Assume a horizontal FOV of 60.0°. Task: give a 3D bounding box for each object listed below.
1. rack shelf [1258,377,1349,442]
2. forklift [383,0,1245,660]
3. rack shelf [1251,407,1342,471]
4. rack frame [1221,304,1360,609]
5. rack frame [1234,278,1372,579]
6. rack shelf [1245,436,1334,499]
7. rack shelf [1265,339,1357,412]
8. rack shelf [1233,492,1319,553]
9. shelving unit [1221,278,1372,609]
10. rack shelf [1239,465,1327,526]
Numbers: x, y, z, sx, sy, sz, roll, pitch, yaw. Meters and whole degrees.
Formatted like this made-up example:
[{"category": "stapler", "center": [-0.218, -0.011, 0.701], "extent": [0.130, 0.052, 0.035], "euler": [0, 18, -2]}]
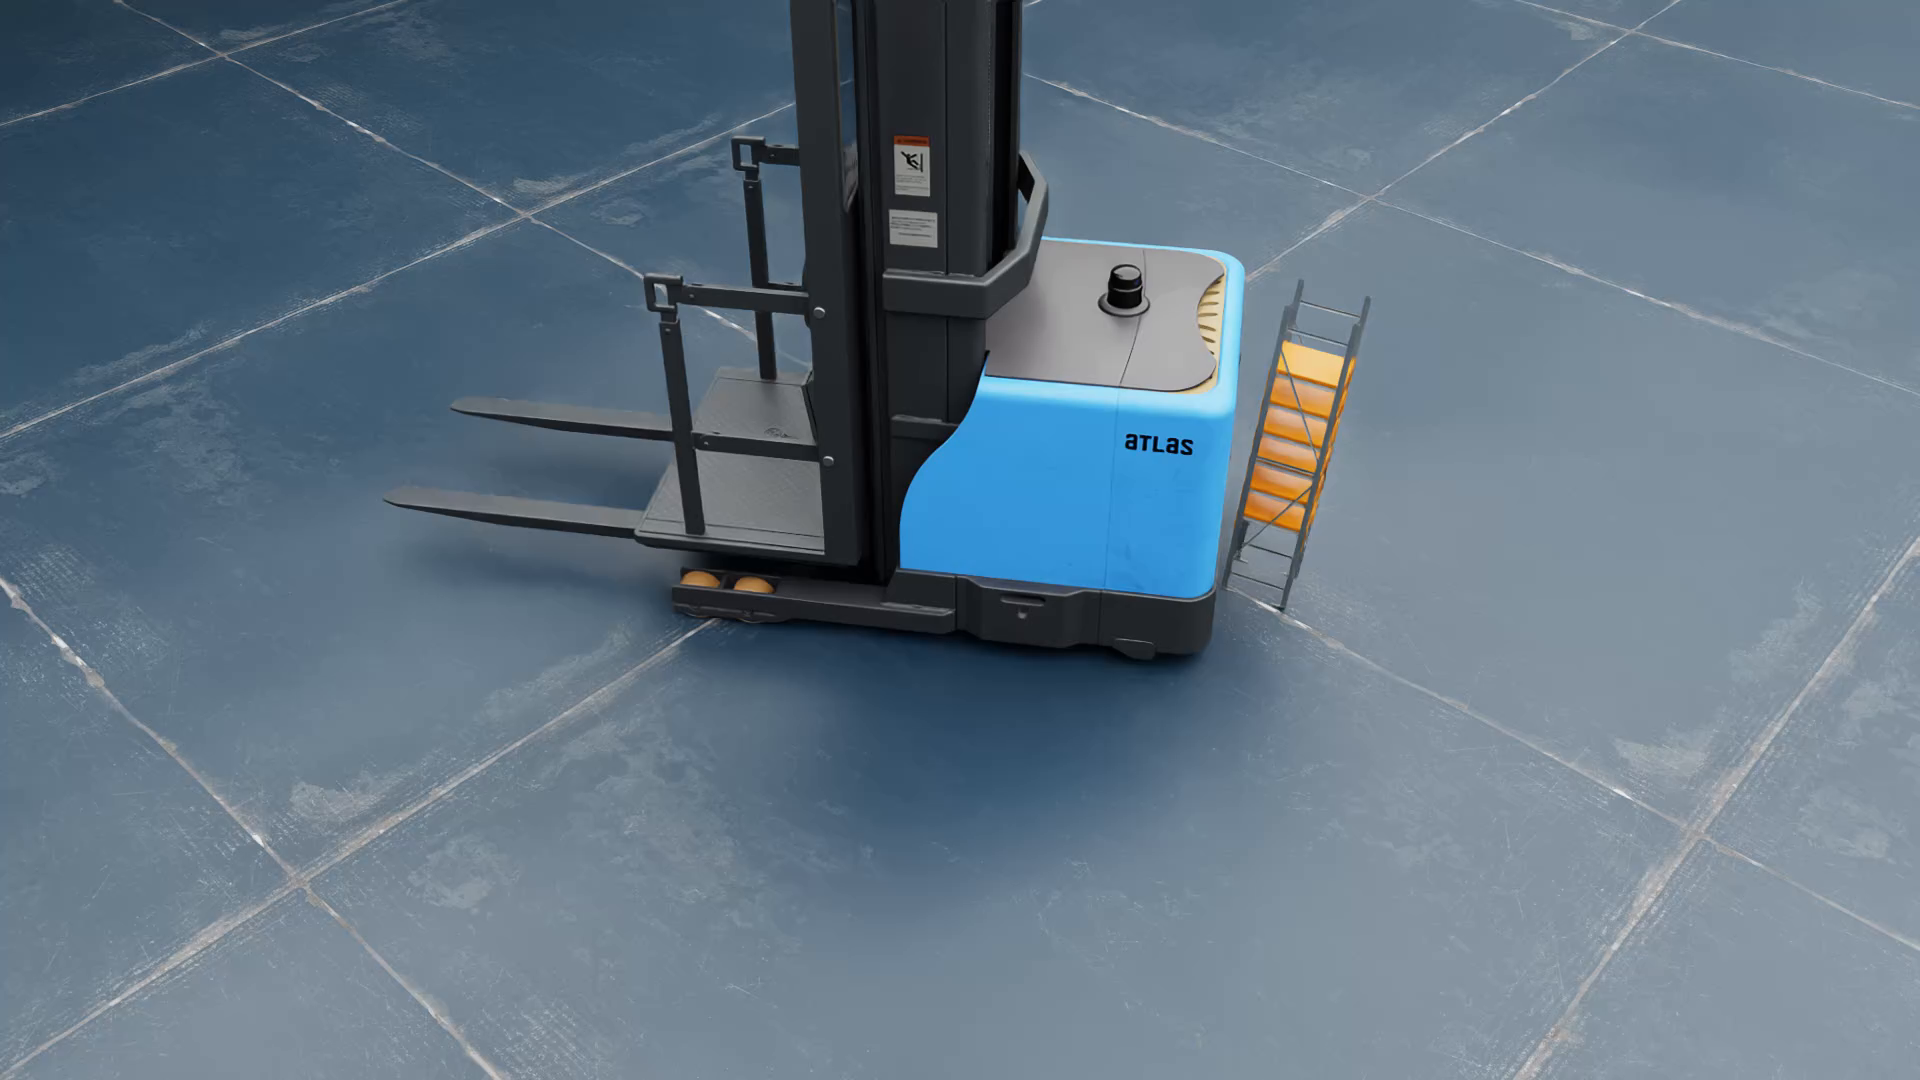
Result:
[{"category": "rack shelf", "center": [1.140, -0.448, 5.522], "extent": [0.258, 0.103, 0.180], "euler": [18, 42, 15]}, {"category": "forklift", "center": [-0.564, -1.169, 5.366], "extent": [3.031, 2.935, 1.130], "euler": [6, 39, 7]}, {"category": "rack shelf", "center": [1.132, -0.357, 5.599], "extent": [0.258, 0.103, 0.180], "euler": [18, 42, 15]}, {"category": "rack frame", "center": [1.092, -0.247, 5.582], "extent": [0.240, 1.200, 0.006], "euler": [18, 42, 15]}, {"category": "rack frame", "center": [1.162, -0.352, 5.714], "extent": [0.240, 1.200, 0.006], "euler": [18, 42, 15]}, {"category": "rack shelf", "center": [1.124, -0.266, 5.677], "extent": [0.258, 0.103, 0.180], "euler": [18, 42, 15]}, {"category": "rack shelf", "center": [1.148, -0.540, 5.445], "extent": [0.258, 0.103, 0.180], "euler": [18, 42, 15]}, {"category": "rack shelf", "center": [1.108, -0.083, 5.831], "extent": [0.258, 0.103, 0.180], "euler": [18, 42, 15]}, {"category": "shelving unit", "center": [1.127, -0.299, 5.648], "extent": [0.258, 1.200, 0.189], "euler": [18, 42, 15]}, {"category": "rack shelf", "center": [1.116, -0.174, 5.754], "extent": [0.258, 0.103, 0.180], "euler": [18, 42, 15]}]
